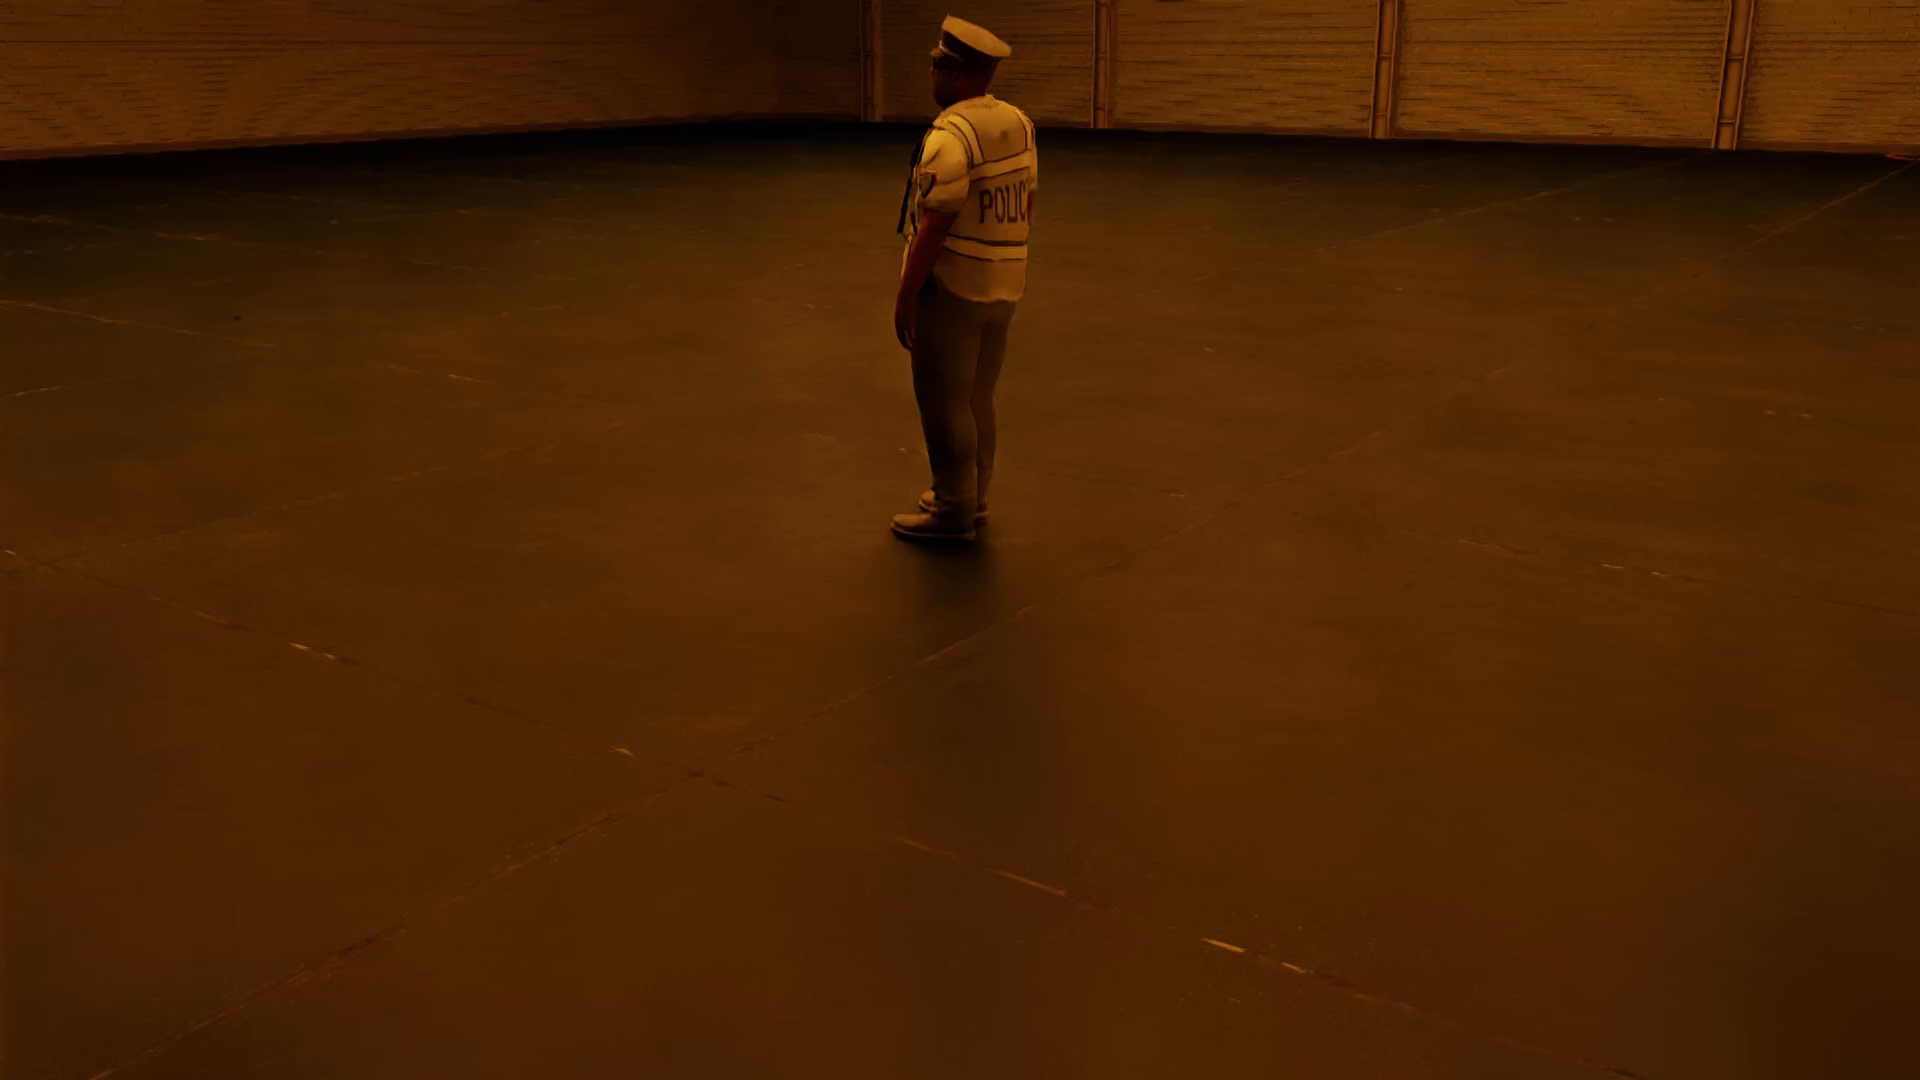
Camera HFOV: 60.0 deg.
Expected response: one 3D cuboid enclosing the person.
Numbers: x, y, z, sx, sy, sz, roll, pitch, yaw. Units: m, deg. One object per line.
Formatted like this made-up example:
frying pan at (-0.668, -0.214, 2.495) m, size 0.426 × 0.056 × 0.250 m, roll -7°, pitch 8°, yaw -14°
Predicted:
person at (-0.057, -0.877, 5.742) m, size 0.574 × 1.781 × 0.640 m, roll 11°, pitch 20°, yaw 33°
